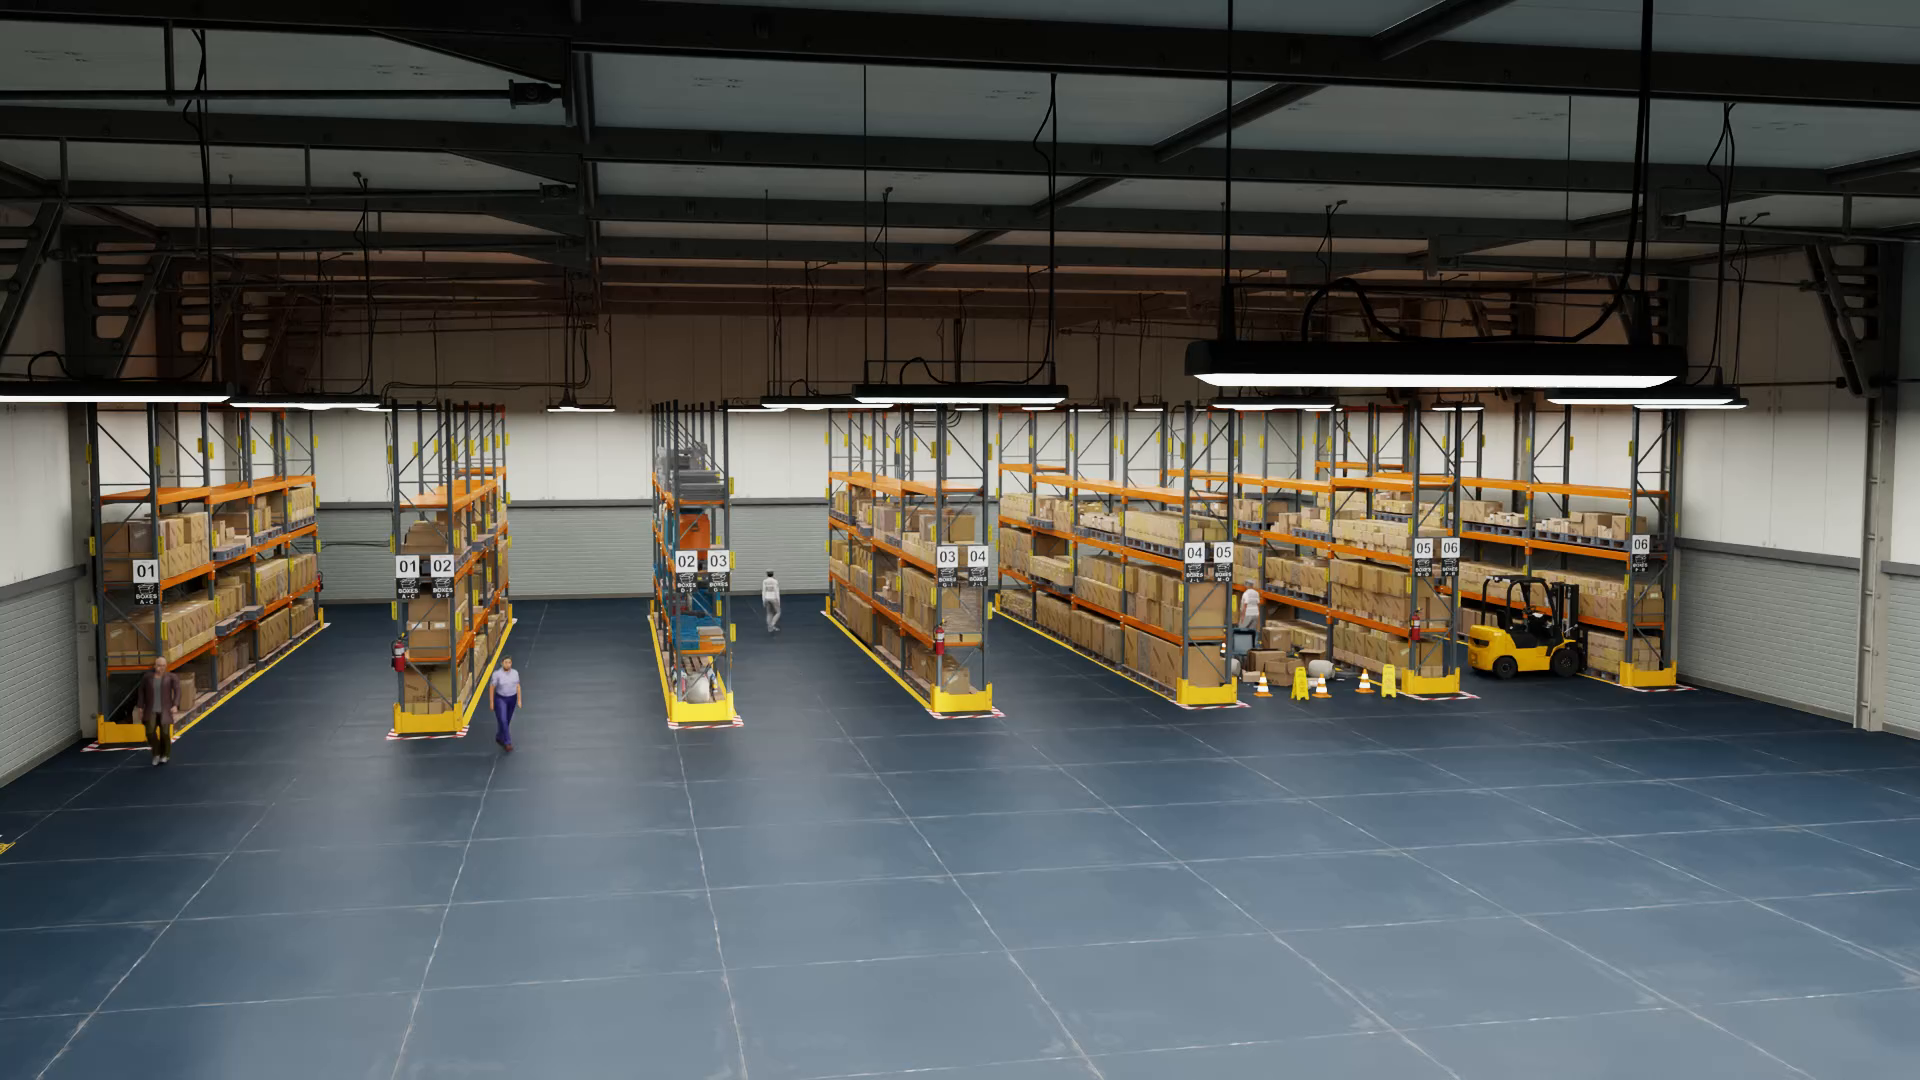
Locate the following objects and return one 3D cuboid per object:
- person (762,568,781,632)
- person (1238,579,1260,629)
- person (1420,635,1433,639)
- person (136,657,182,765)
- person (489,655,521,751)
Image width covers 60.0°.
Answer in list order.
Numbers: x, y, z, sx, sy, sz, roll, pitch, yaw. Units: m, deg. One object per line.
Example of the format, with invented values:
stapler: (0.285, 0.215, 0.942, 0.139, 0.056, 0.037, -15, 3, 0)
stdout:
person: (-4.988, 1.592, 43.787, 0.514, 1.677, 0.467, 2, 5, 24)
person: (6.970, 1.848, 40.003, 0.575, 1.806, 0.408, -3, 5, -35)
person: (10.720, 2.020, 38.327, 0.544, 1.718, 0.388, -3, 5, -37)
person: (-13.151, 2.826, 27.281, 0.701, 1.799, 0.527, -1, 4, -17)
person: (-7.744, 2.769, 28.400, 0.983, 1.578, 0.524, 4, 6, 42)
